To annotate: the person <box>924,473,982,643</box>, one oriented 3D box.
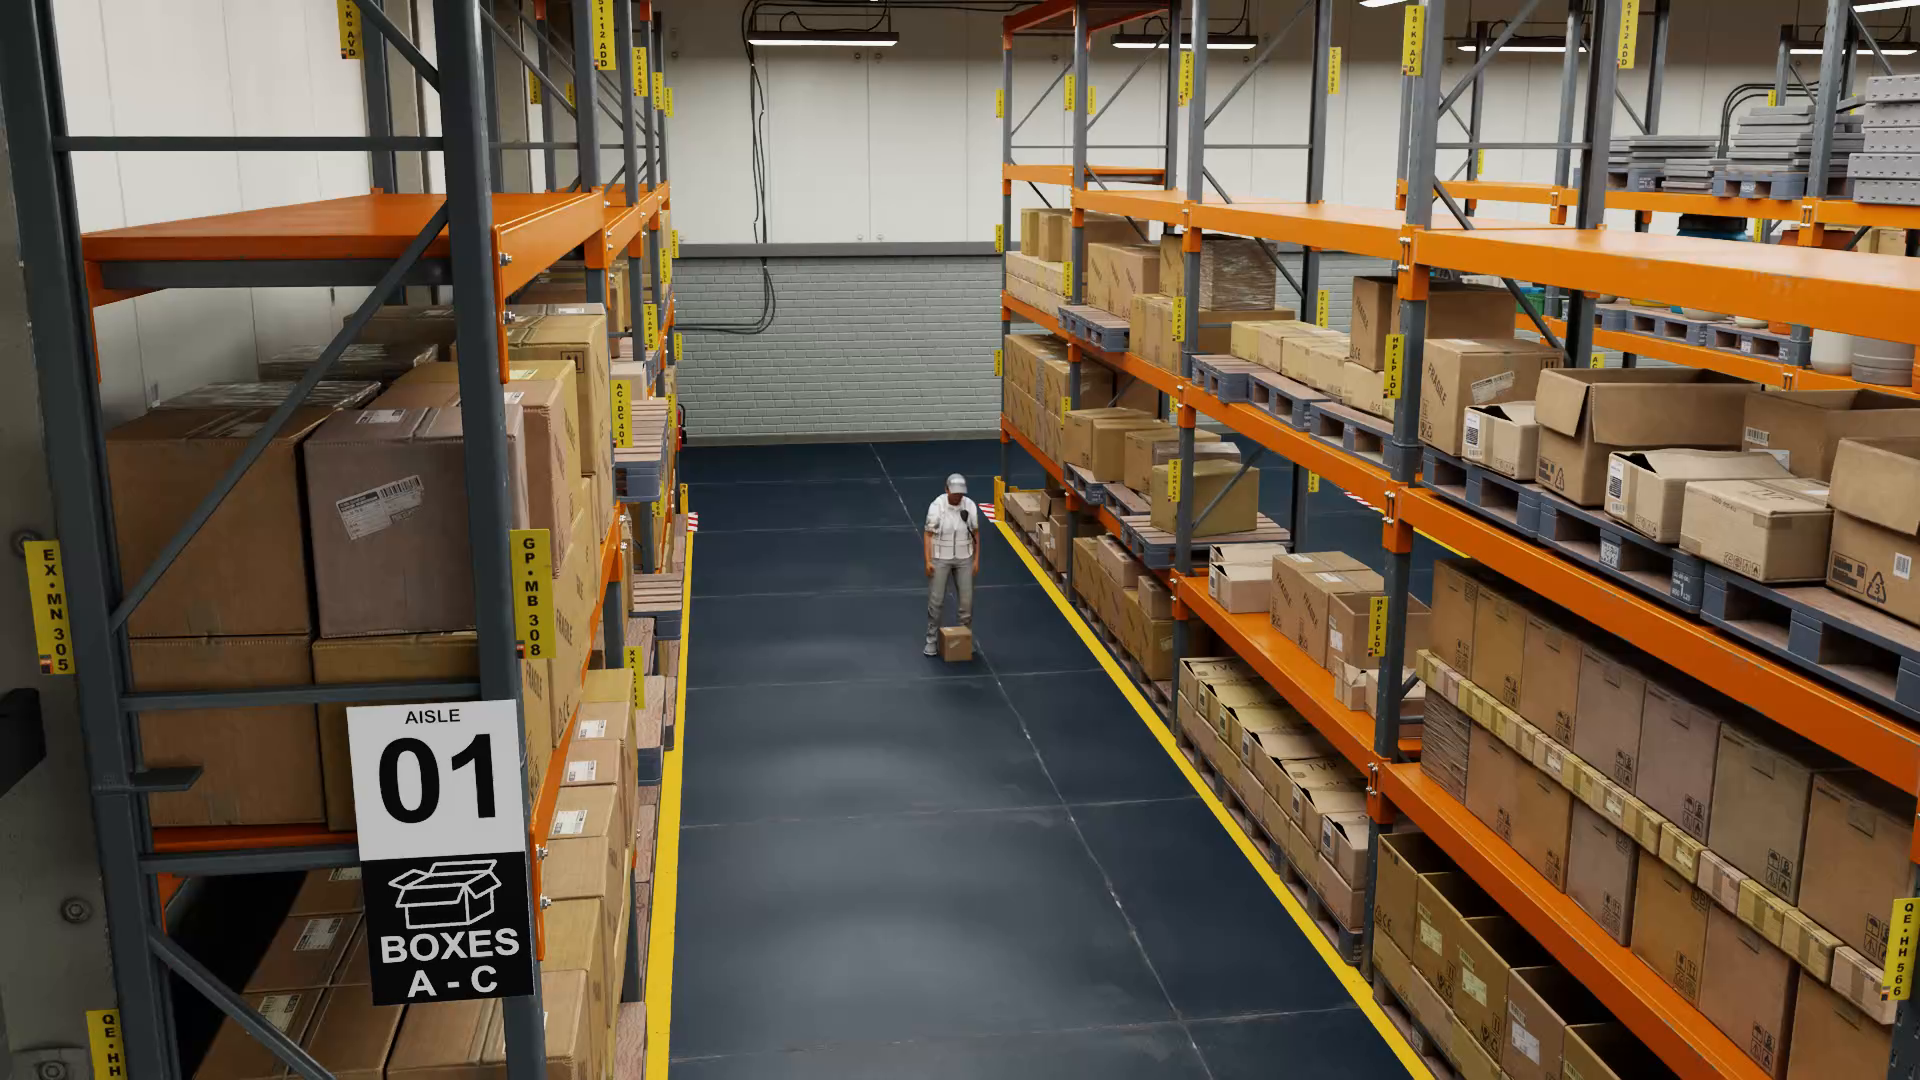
[{"bbox_3d":[-0.054,0.172,15.099,0.530,1.601,0.464,-3,14,-11],"label":"person"}]
